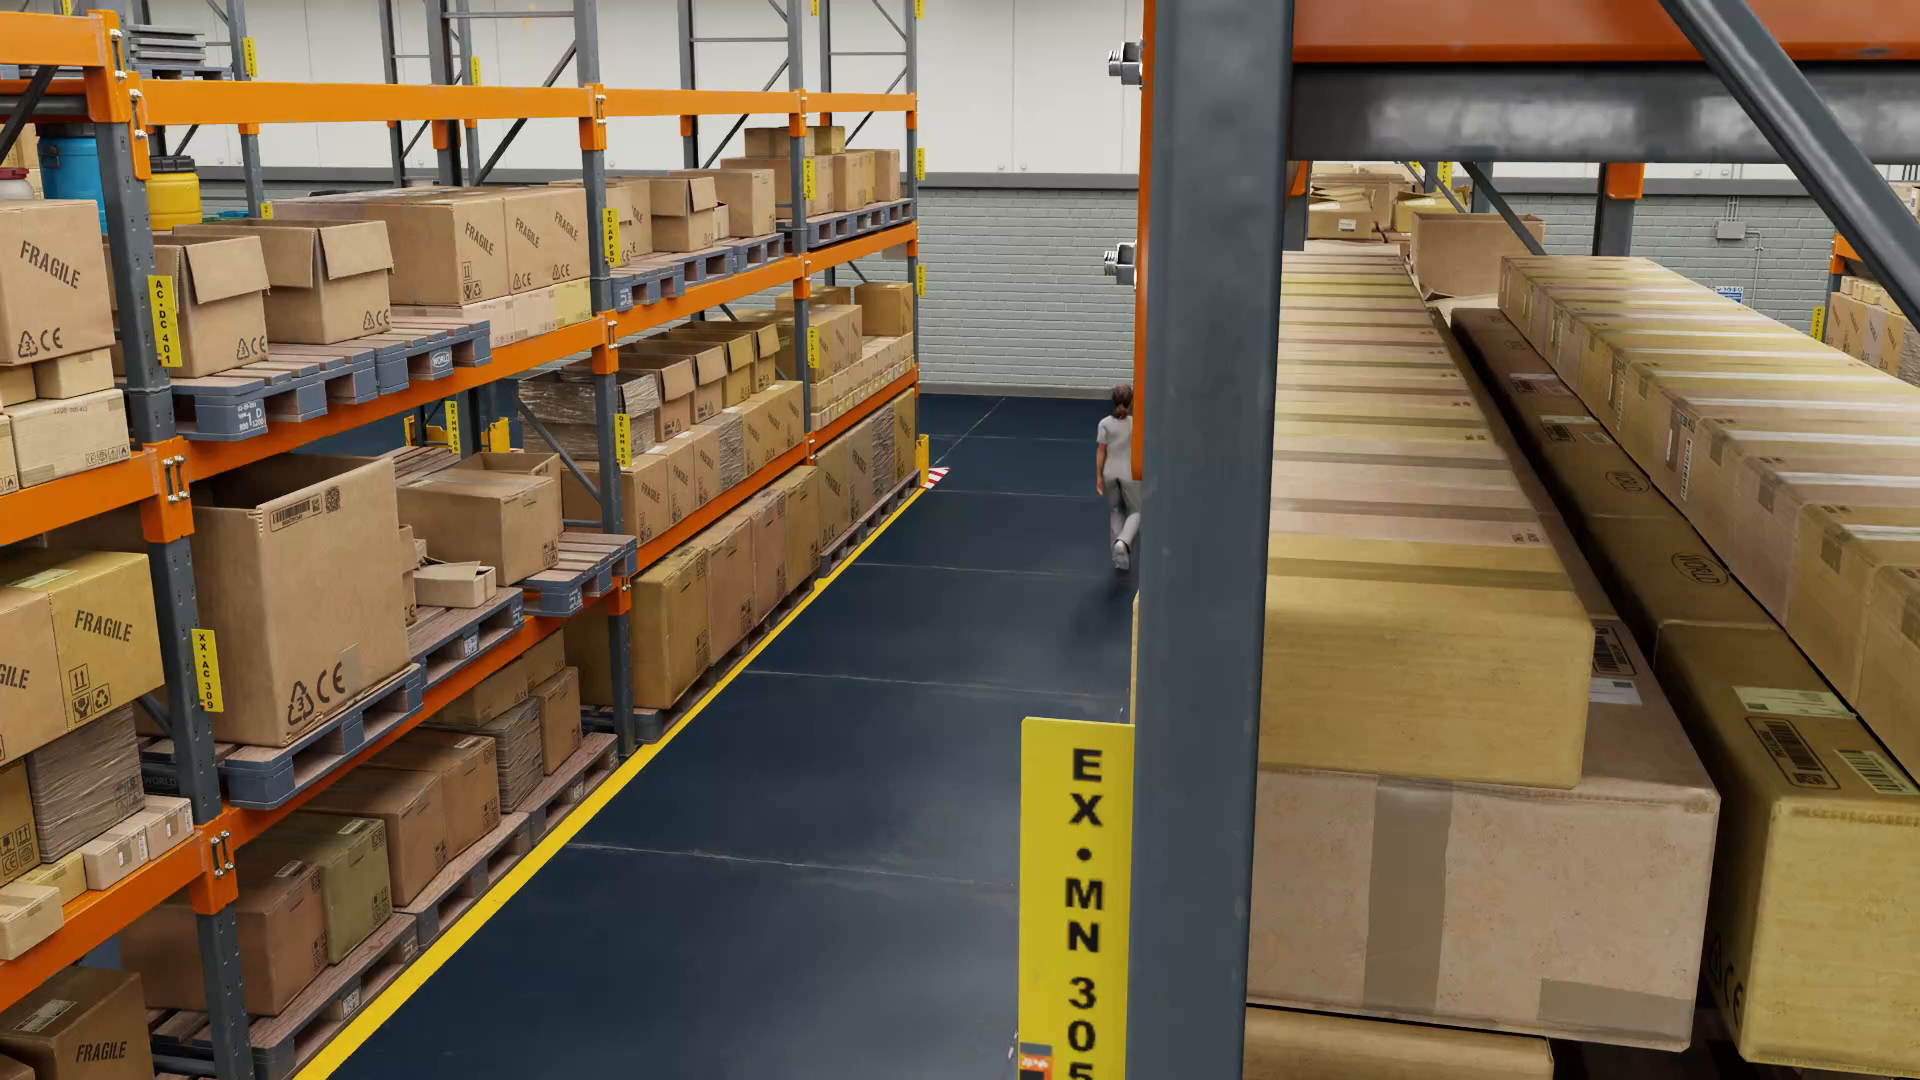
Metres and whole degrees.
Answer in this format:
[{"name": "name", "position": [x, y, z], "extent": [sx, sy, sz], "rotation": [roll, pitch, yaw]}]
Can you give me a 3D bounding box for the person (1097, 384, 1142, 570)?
[{"name": "person", "position": [1.413, -0.522, 14.457], "extent": [0.466, 1.633, 0.672], "rotation": [6, 16, 20]}]
